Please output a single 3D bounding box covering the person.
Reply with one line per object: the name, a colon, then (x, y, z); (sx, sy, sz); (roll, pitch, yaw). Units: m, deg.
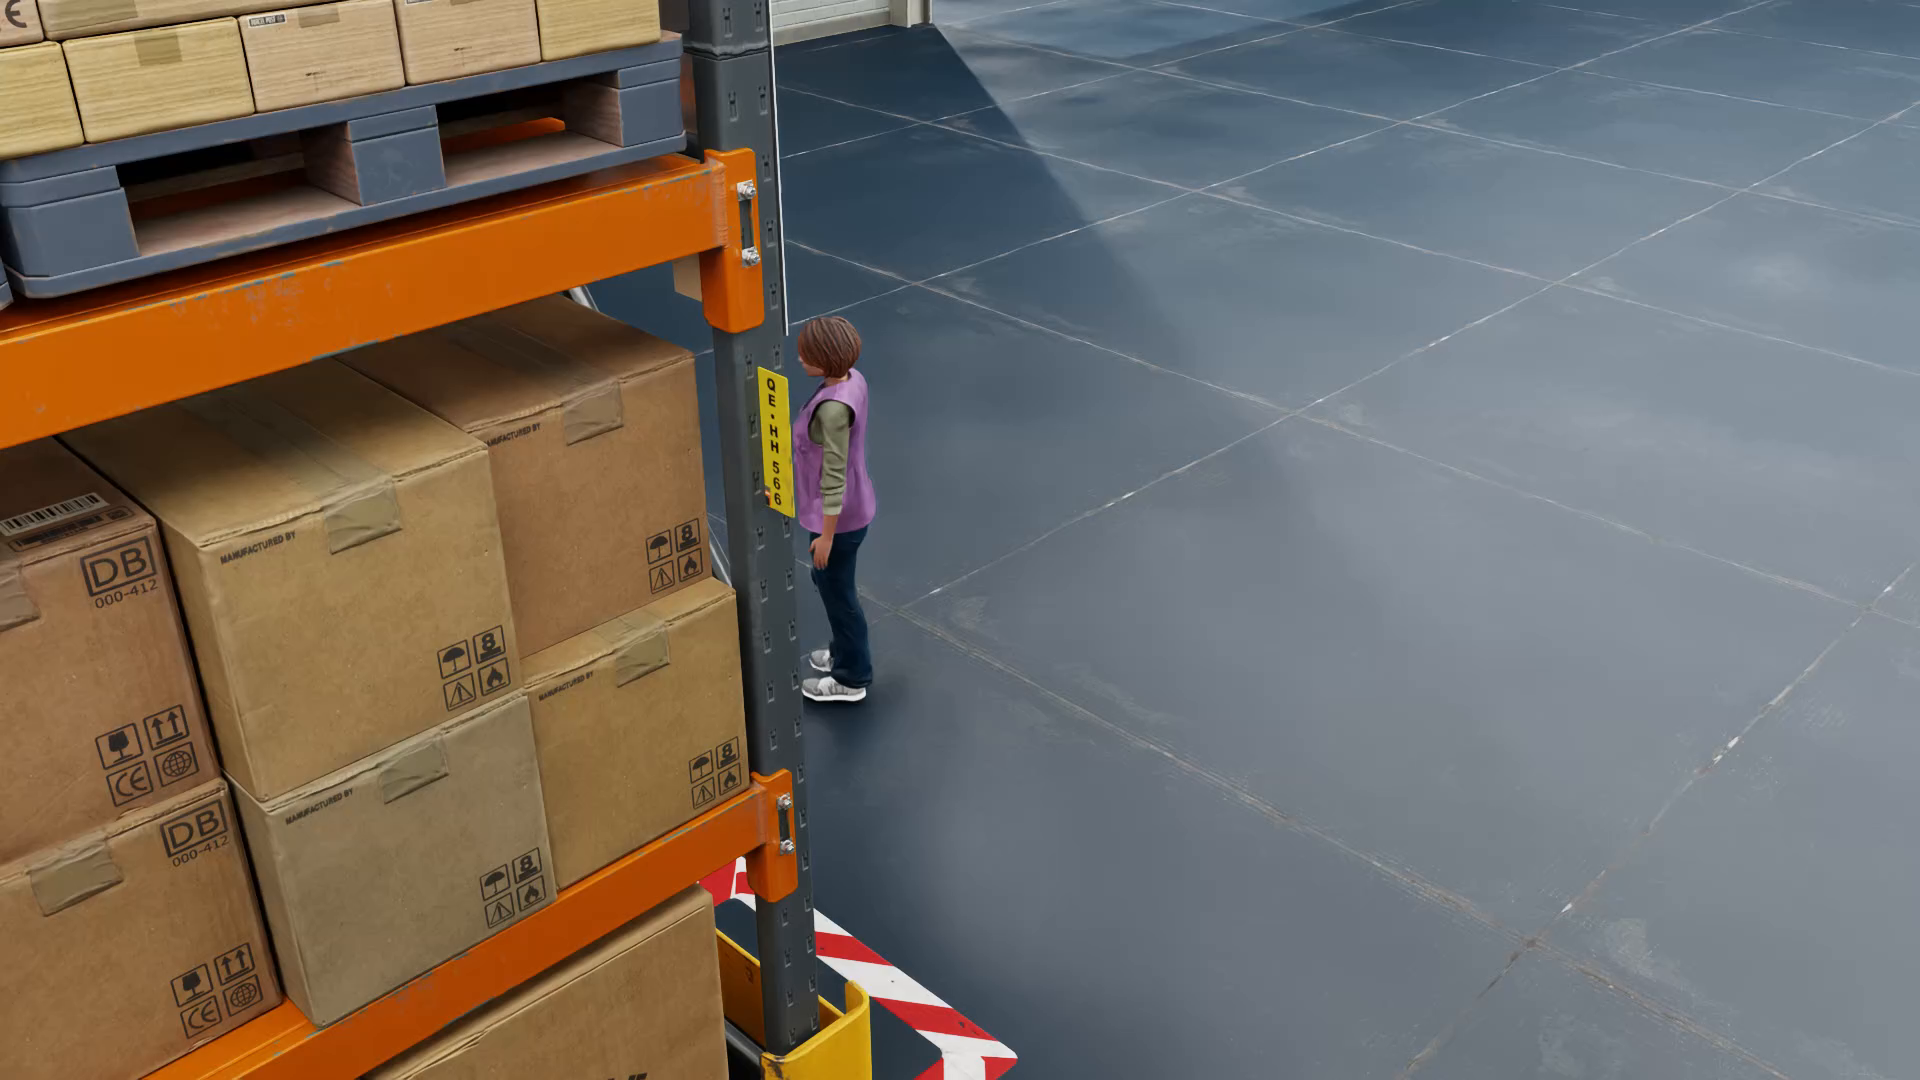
person: (-0.477, -0.044, 6.329); (0.326, 1.504, 0.491); (2, 28, 4)
